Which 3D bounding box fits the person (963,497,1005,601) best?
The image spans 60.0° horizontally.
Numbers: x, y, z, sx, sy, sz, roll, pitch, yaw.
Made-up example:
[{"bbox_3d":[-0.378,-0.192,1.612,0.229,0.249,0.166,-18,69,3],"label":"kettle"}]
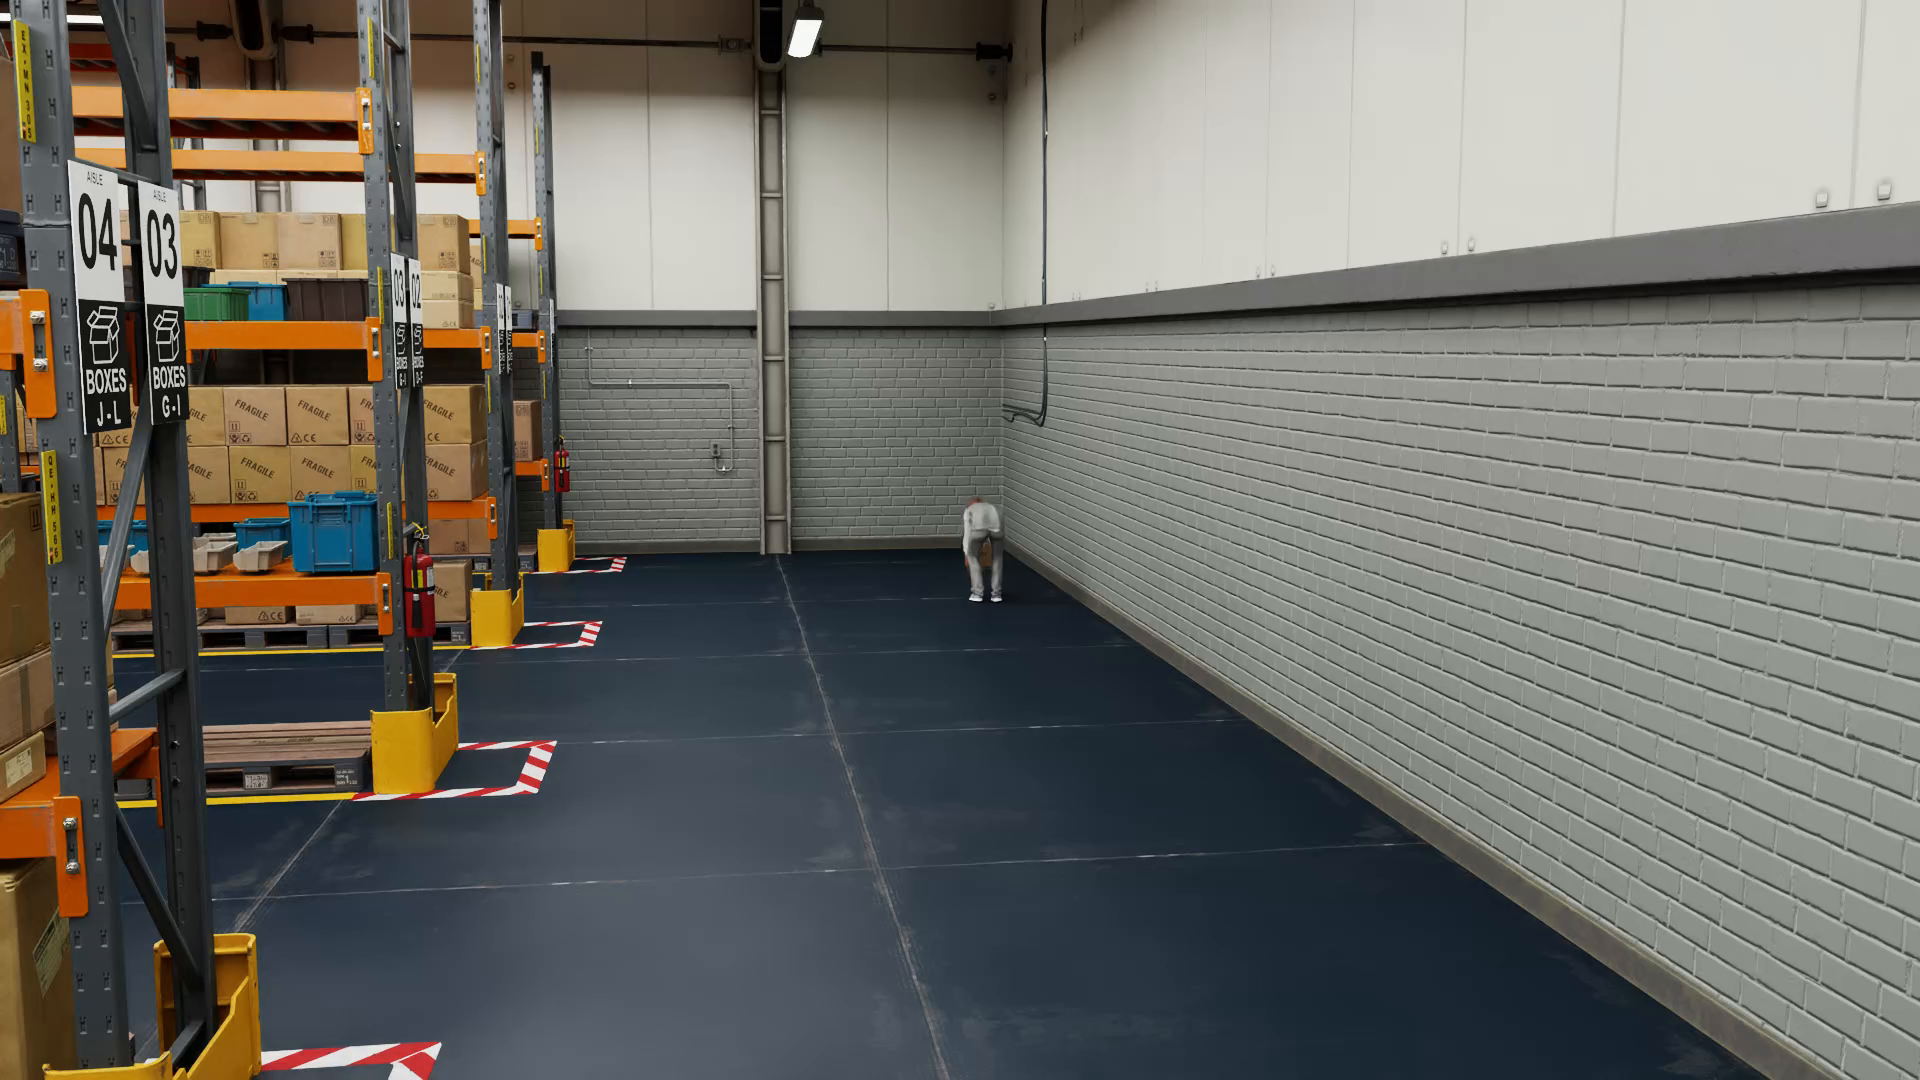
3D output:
[{"bbox_3d":[0.240,0.101,17.517,0.387,1.051,0.864,-1,7,-11],"label":"person"}]
